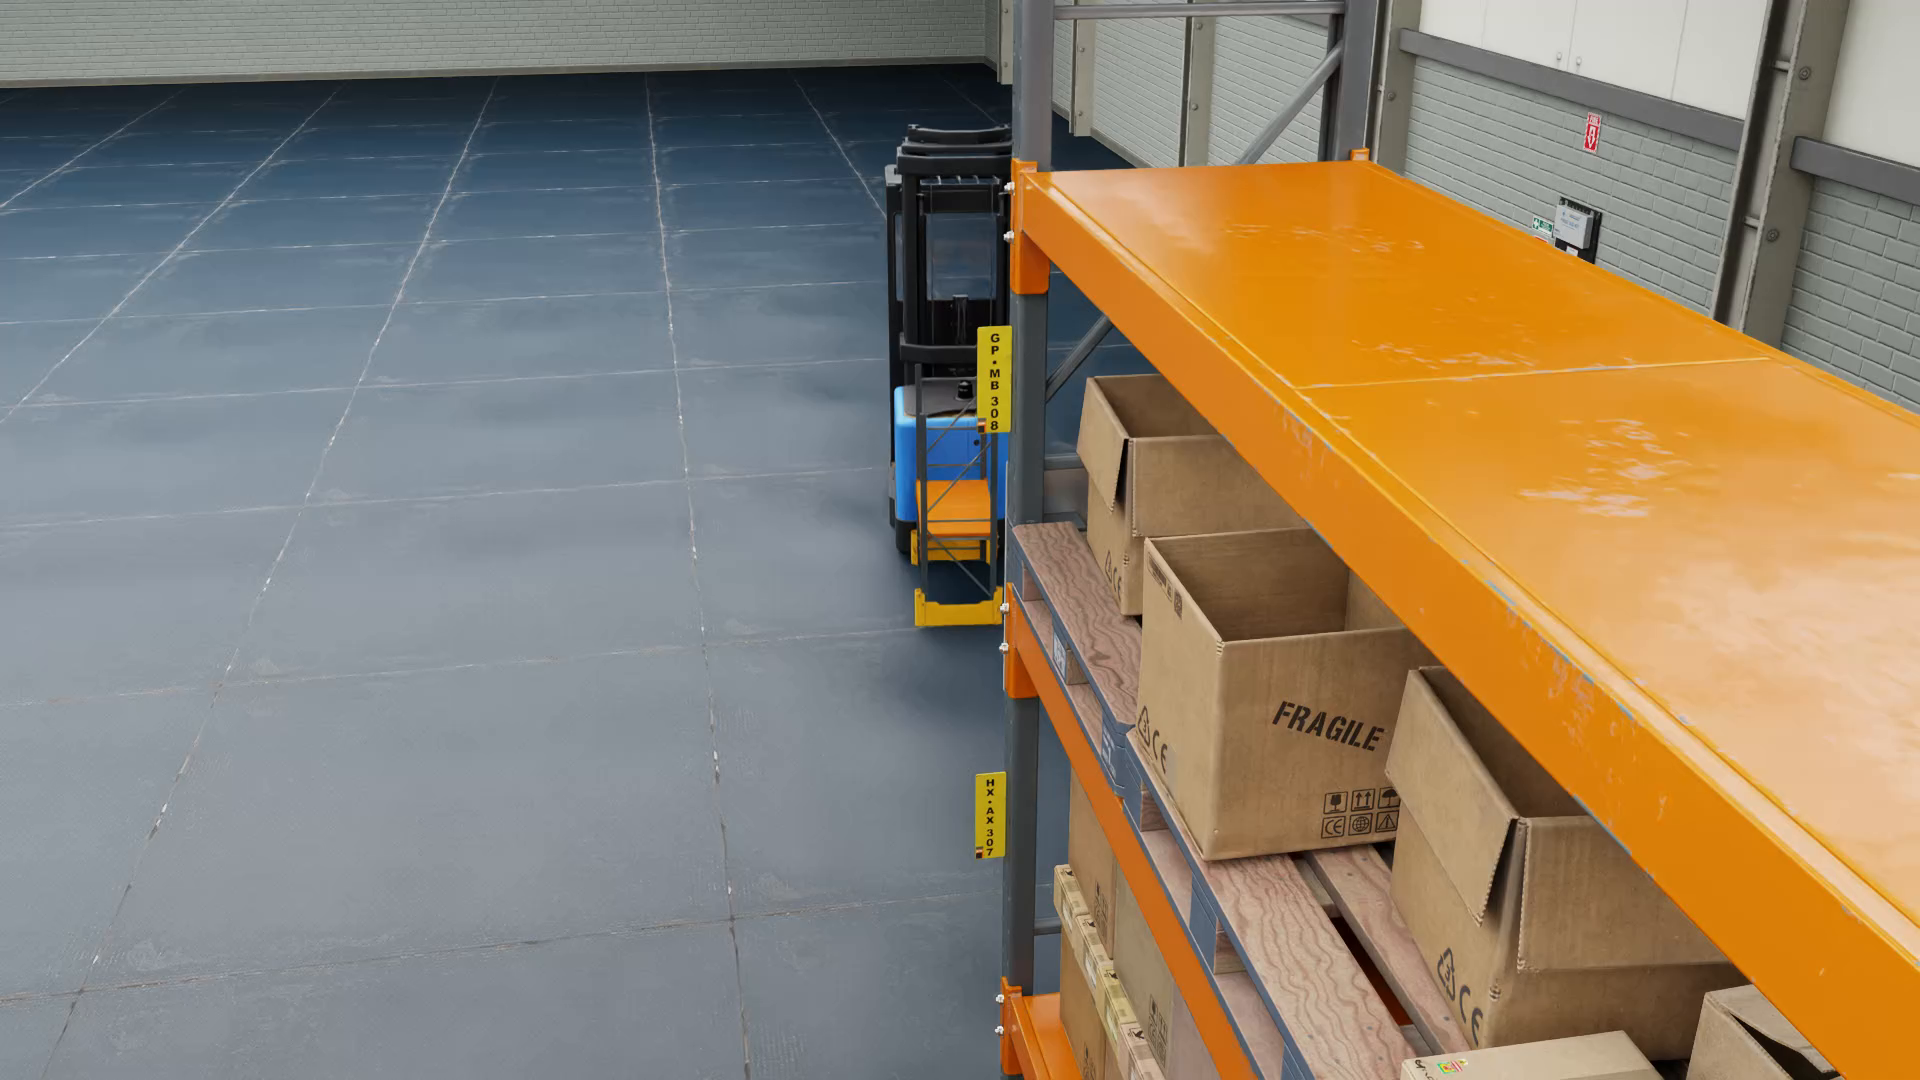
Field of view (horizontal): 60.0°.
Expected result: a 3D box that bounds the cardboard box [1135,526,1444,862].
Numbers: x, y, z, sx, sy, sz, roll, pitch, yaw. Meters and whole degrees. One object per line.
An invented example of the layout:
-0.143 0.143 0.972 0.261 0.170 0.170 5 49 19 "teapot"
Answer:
0.686 0.300 3.485 0.500 0.500 0.500 -4 24 -10 "cardboard box"

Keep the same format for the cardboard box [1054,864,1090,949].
0.508 1.131 5.219 0.380 0.149 0.250 -4 24 -10 "cardboard box"

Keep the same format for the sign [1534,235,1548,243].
4.965 -2.429 14.262 0.001 0.329 0.234 -4 24 -10 "sign"

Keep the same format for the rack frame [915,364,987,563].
-0.060 -0.530 11.832 0.500 1.500 0.032 -1 24 -3 "rack frame"

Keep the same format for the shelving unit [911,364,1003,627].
-0.033 -0.323 11.358 0.587 1.500 1.083 -1 24 -3 "shelving unit"

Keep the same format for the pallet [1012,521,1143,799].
0.753 0.250 4.535 1.003 0.211 1.213 -4 24 -10 "pallet"

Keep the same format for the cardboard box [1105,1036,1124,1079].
0.823 1.649 4.844 0.700 0.500 0.500 -4 24 -8 "cardboard box"

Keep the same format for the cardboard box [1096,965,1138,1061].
0.604 1.333 4.757 0.380 0.149 0.250 -4 24 -10 "cardboard box"

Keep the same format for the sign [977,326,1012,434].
0.101 -0.469 4.879 0.100 0.325 0.005 -4 24 -10 "sign"

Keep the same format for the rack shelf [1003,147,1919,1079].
1.017 -0.146 2.981 1.077 0.370 4.000 -4 24 -10 "rack shelf"

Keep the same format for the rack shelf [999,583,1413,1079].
1.017 1.046 3.502 1.077 0.370 4.000 -4 24 -10 "rack shelf"

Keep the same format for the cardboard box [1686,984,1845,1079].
1.453 0.857 2.447 0.500 0.311 0.500 -6 24 -13 "cardboard box"

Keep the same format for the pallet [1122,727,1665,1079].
0.982 0.731 3.434 1.003 0.211 1.213 -4 24 -10 "pallet"

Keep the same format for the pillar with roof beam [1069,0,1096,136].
-2.174 -10.724 25.802 9.100 9.000 0.400 -4 24 -10 "pillar with roof beam"

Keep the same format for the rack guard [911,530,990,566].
-0.059 0.051 12.064 0.587 0.250 0.087 -1 24 -3 "rack guard"

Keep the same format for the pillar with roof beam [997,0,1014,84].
-3.284 -13.084 31.206 9.100 9.000 0.400 -4 24 -10 "pillar with roof beam"

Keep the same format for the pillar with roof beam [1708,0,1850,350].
1.154 -3.643 9.591 9.100 9.000 0.400 -4 24 -10 "pillar with roof beam"

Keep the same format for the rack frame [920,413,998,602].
-0.007 -0.123 10.901 0.500 1.500 0.032 -1 24 -3 "rack frame"

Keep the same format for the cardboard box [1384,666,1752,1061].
1.206 0.542 2.928 0.797 0.503 0.637 -2 24 -4 "cardboard box"

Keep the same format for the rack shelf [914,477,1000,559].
-0.033 -0.162 11.438 0.538 0.185 1.000 -1 24 -3 "rack shelf"

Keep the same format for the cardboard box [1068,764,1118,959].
0.731 0.869 5.009 0.700 0.500 0.500 -4 24 -10 "cardboard box"

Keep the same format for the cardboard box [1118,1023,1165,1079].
0.649 1.432 4.530 0.380 0.149 0.250 -5 24 -11 "cardboard box"

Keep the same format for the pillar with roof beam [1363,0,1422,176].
0.045 -6.003 14.995 9.100 9.000 0.400 -4 24 -10 "pillar with roof beam"

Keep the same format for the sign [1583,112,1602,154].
5.062 -3.261 13.314 0.001 0.298 0.199 -4 24 -10 "sign"

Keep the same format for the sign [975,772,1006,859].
0.101 0.910 5.481 0.100 0.325 0.005 -4 24 -10 "sign"

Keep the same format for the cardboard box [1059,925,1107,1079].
0.721 1.443 5.317 0.700 0.500 0.500 -4 24 -10 "cardboard box"

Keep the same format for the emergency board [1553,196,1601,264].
4.965 -2.188 13.754 0.194 1.169 0.643 -4 24 -10 "emergency board"

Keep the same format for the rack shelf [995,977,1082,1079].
1.017 2.420 4.102 1.077 0.370 4.000 -4 24 -10 "rack shelf"

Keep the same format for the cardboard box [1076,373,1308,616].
0.749 -0.148 4.508 0.797 0.503 0.637 -3 24 -6 "cardboard box"

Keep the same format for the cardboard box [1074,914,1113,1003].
0.560 1.235 4.982 0.380 0.149 0.250 -5 24 -11 "cardboard box"

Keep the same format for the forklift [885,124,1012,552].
-0.019 -1.806 12.965 1.130 2.935 3.031 -1 24 -3 "forklift"

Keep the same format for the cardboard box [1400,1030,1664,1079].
0.895 0.907 2.535 0.380 0.149 0.250 -4 24 -10 "cardboard box"

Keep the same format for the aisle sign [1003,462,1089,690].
0.334 0.109 5.246 0.394 0.787 0.004 -4 24 -10 "aisle sign"

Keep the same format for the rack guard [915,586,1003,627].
-0.007 0.449 11.152 0.587 0.250 0.087 -1 24 -3 "rack guard"

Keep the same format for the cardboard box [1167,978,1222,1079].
0.927 1.274 4.083 0.700 0.500 0.500 -4 24 -10 "cardboard box"

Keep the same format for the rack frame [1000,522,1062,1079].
0.647 1.304 5.759 1.000 3.000 0.127 -4 24 -10 "rack frame"

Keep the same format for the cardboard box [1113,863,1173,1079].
0.833 1.075 4.536 0.700 0.500 0.500 -5 24 -11 "cardboard box"

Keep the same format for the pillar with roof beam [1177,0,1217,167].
-1.065 -8.363 20.399 9.100 9.000 0.400 -4 24 -10 "pillar with roof beam"

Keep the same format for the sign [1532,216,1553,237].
4.957 -2.670 14.150 0.001 0.109 0.331 -4 24 -10 "sign"

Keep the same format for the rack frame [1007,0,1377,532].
0.647 -1.445 4.558 1.000 3.000 0.127 -4 24 -10 "rack frame"

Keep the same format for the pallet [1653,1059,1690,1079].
1.204 1.210 2.338 1.003 0.211 1.213 -4 24 -10 "pallet"
